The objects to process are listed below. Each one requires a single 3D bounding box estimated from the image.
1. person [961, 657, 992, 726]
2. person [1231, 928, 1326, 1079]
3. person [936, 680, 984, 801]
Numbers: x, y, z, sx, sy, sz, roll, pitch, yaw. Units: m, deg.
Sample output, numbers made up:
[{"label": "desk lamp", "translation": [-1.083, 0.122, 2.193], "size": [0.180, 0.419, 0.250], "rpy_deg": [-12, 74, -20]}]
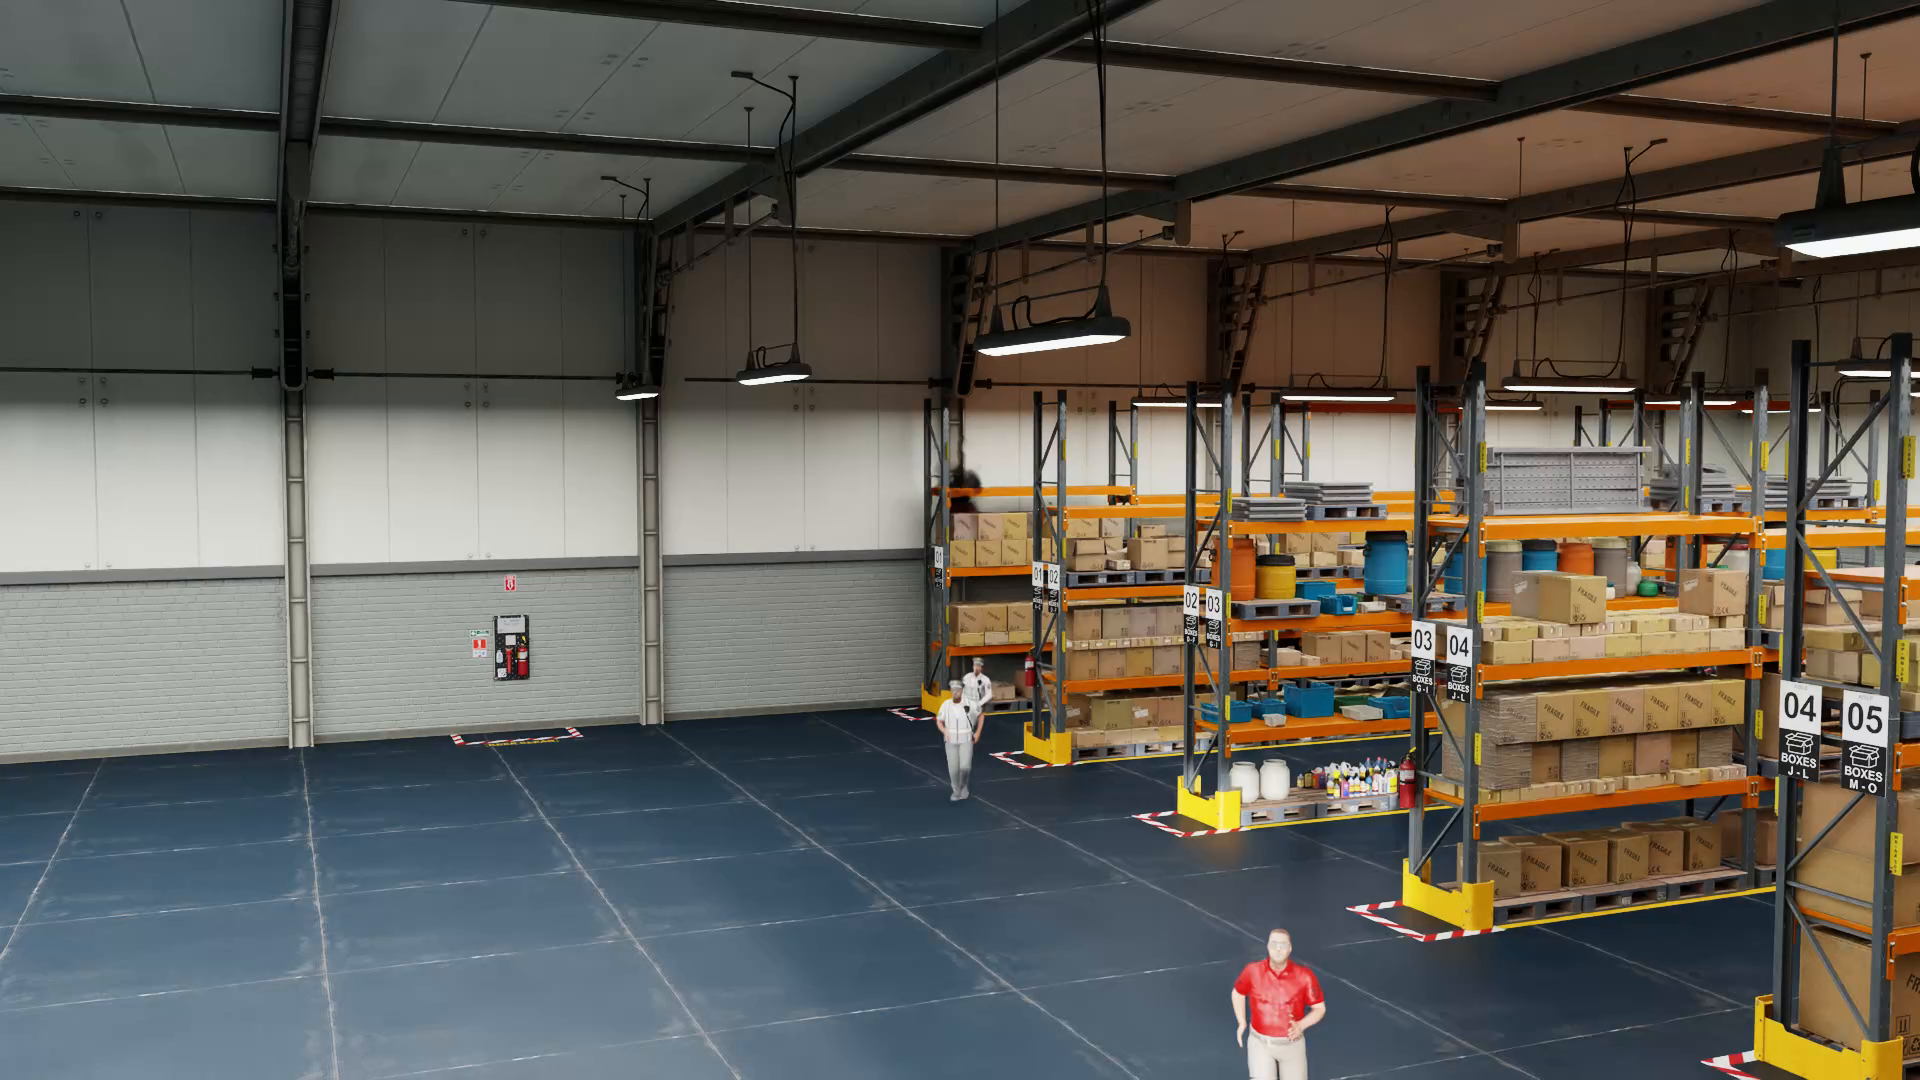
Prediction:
[{"label": "person", "translation": [0.211, 2.740, 27.381], "size": [0.638, 1.620, 0.508], "rpy_deg": [1, 4, 18]}, {"label": "person", "translation": [2.264, 3.617, 11.876], "size": [0.675, 1.687, 0.809], "rpy_deg": [1, 3, 14]}, {"label": "person", "translation": [-0.014, 2.884, 23.891], "size": [0.675, 1.744, 0.604], "rpy_deg": [0, 3, 7]}]
